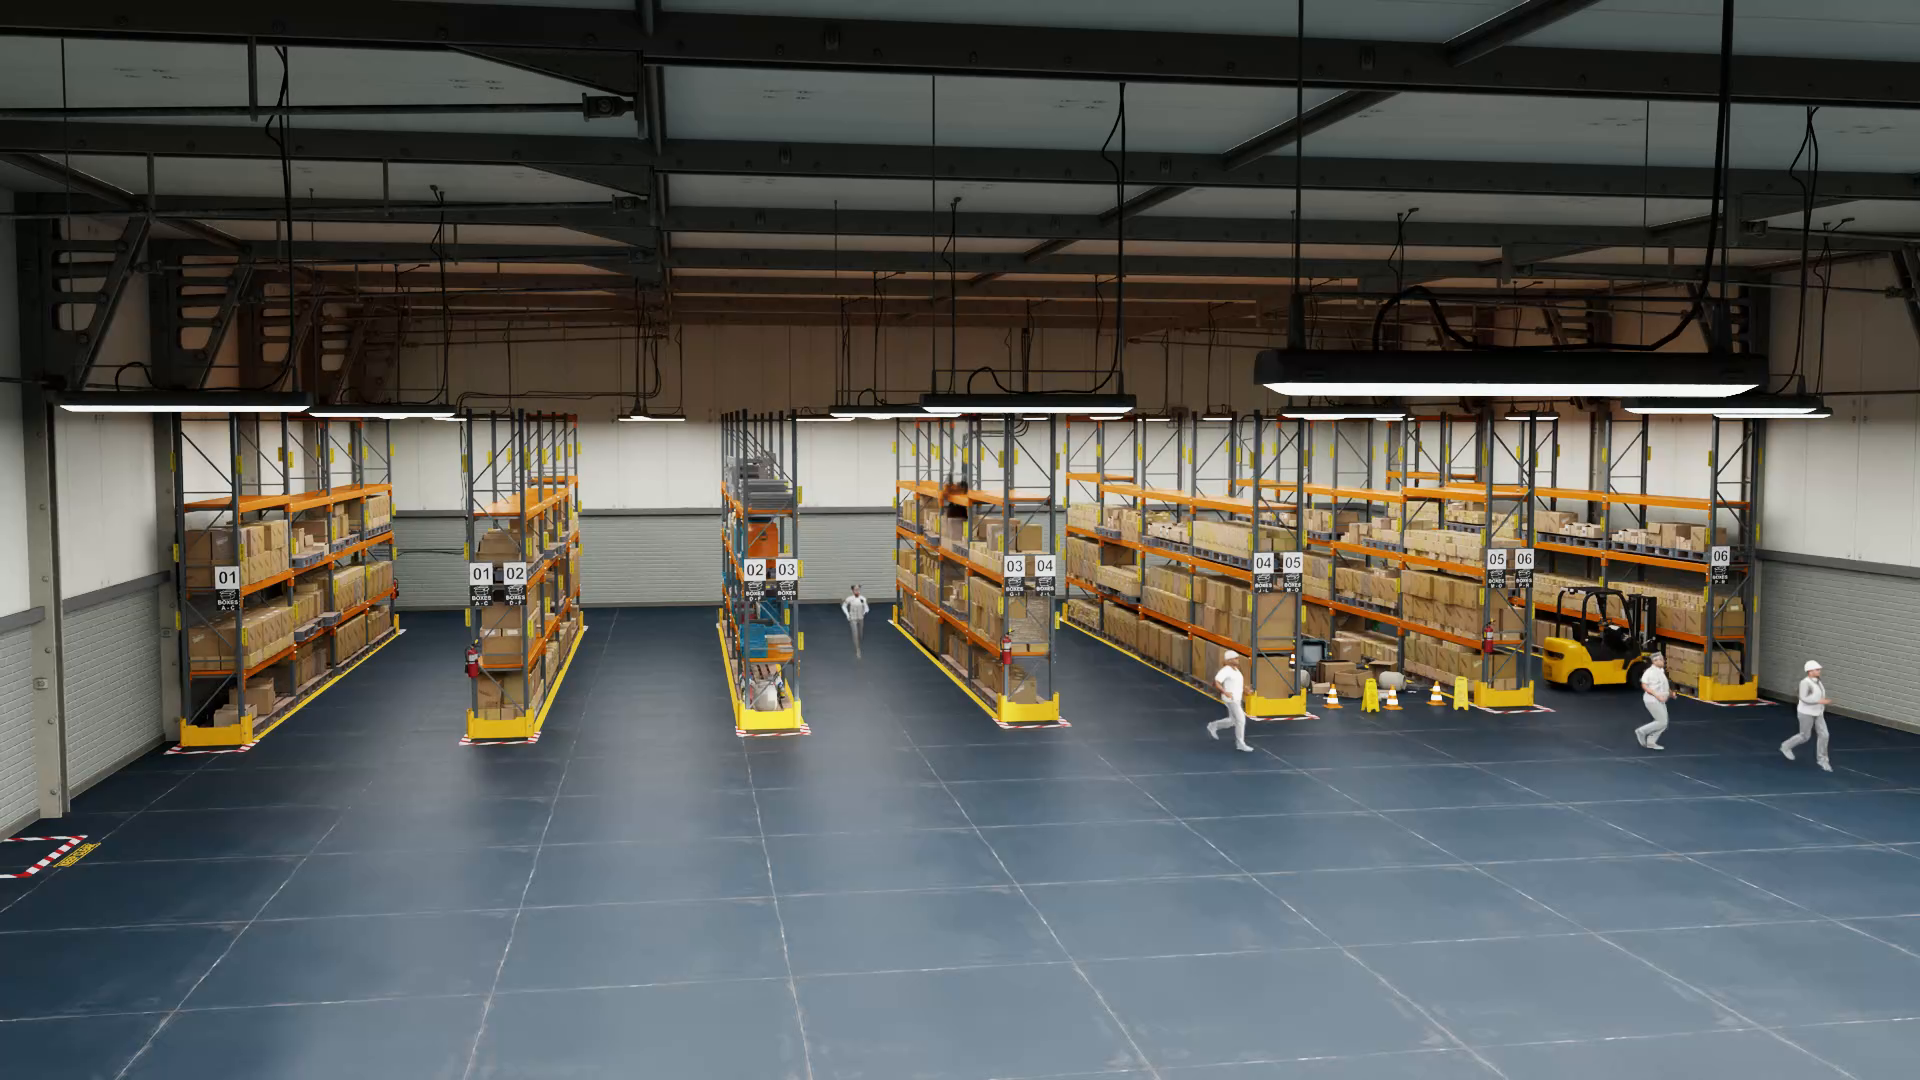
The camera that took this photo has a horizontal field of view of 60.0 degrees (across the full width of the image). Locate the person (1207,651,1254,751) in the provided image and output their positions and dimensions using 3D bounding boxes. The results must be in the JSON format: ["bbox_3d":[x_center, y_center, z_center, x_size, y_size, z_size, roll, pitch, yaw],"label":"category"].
[{"bbox_3d":[4.749,2.818,29.262,0.872,1.761,0.700,2,4,25],"label":"person"}]

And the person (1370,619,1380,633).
[{"bbox_3d":[10.845,1.820,43.505,0.654,1.744,0.494,-1,4,-8],"label":"person"}]

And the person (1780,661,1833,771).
[{"bbox_3d":[14.151,2.920,27.746,0.687,1.835,0.898,-3,5,-36],"label":"person"}]

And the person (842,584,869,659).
[{"bbox_3d":[-2.425,1.880,38.877,0.620,1.715,0.725,-1,4,-16],"label":"person"}]

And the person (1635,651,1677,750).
[{"bbox_3d":[12.233,2.813,29.219,0.596,1.736,0.641,3,5,39],"label":"person"}]
